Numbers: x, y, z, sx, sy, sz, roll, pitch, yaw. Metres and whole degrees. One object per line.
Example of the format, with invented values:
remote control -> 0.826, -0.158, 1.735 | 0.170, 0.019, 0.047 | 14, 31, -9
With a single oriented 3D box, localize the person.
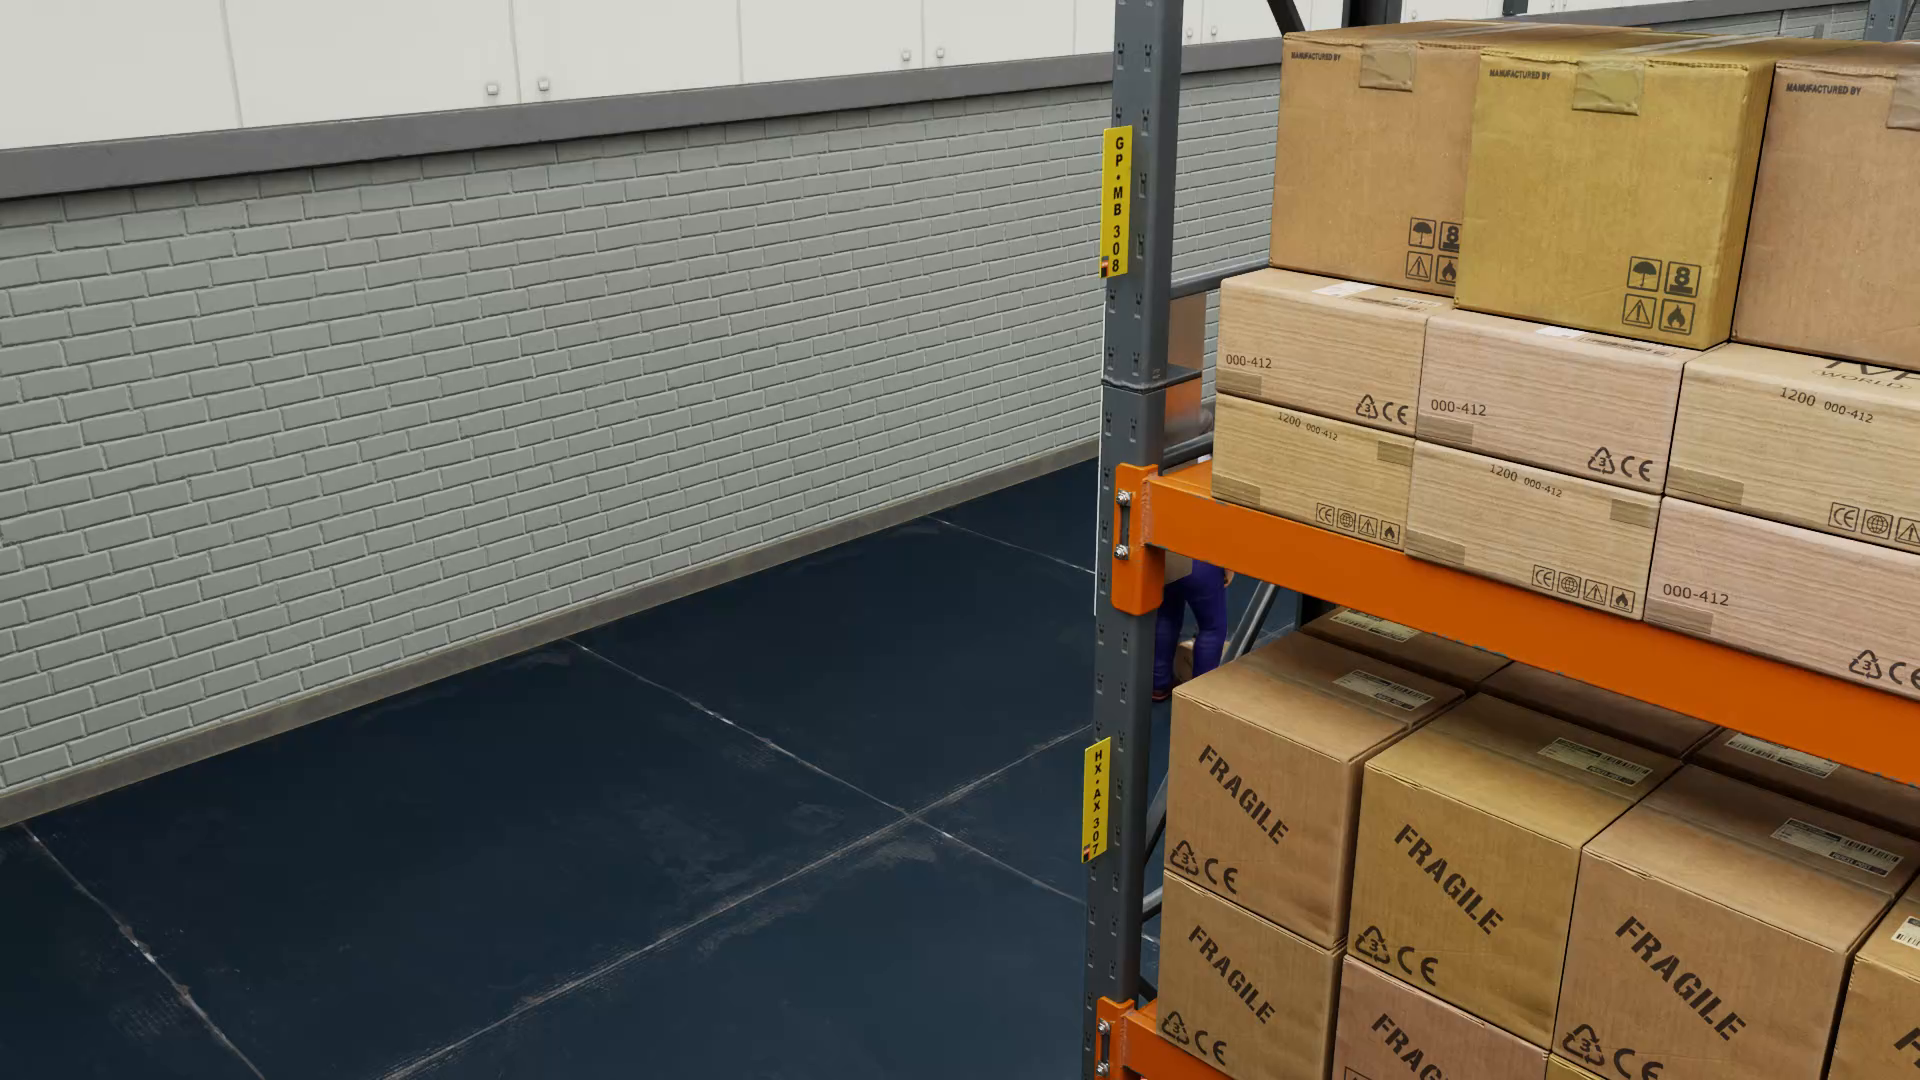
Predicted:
person -> 1.213, 0.120, 8.793 | 0.537, 1.637, 0.369 | 18, 27, 39
